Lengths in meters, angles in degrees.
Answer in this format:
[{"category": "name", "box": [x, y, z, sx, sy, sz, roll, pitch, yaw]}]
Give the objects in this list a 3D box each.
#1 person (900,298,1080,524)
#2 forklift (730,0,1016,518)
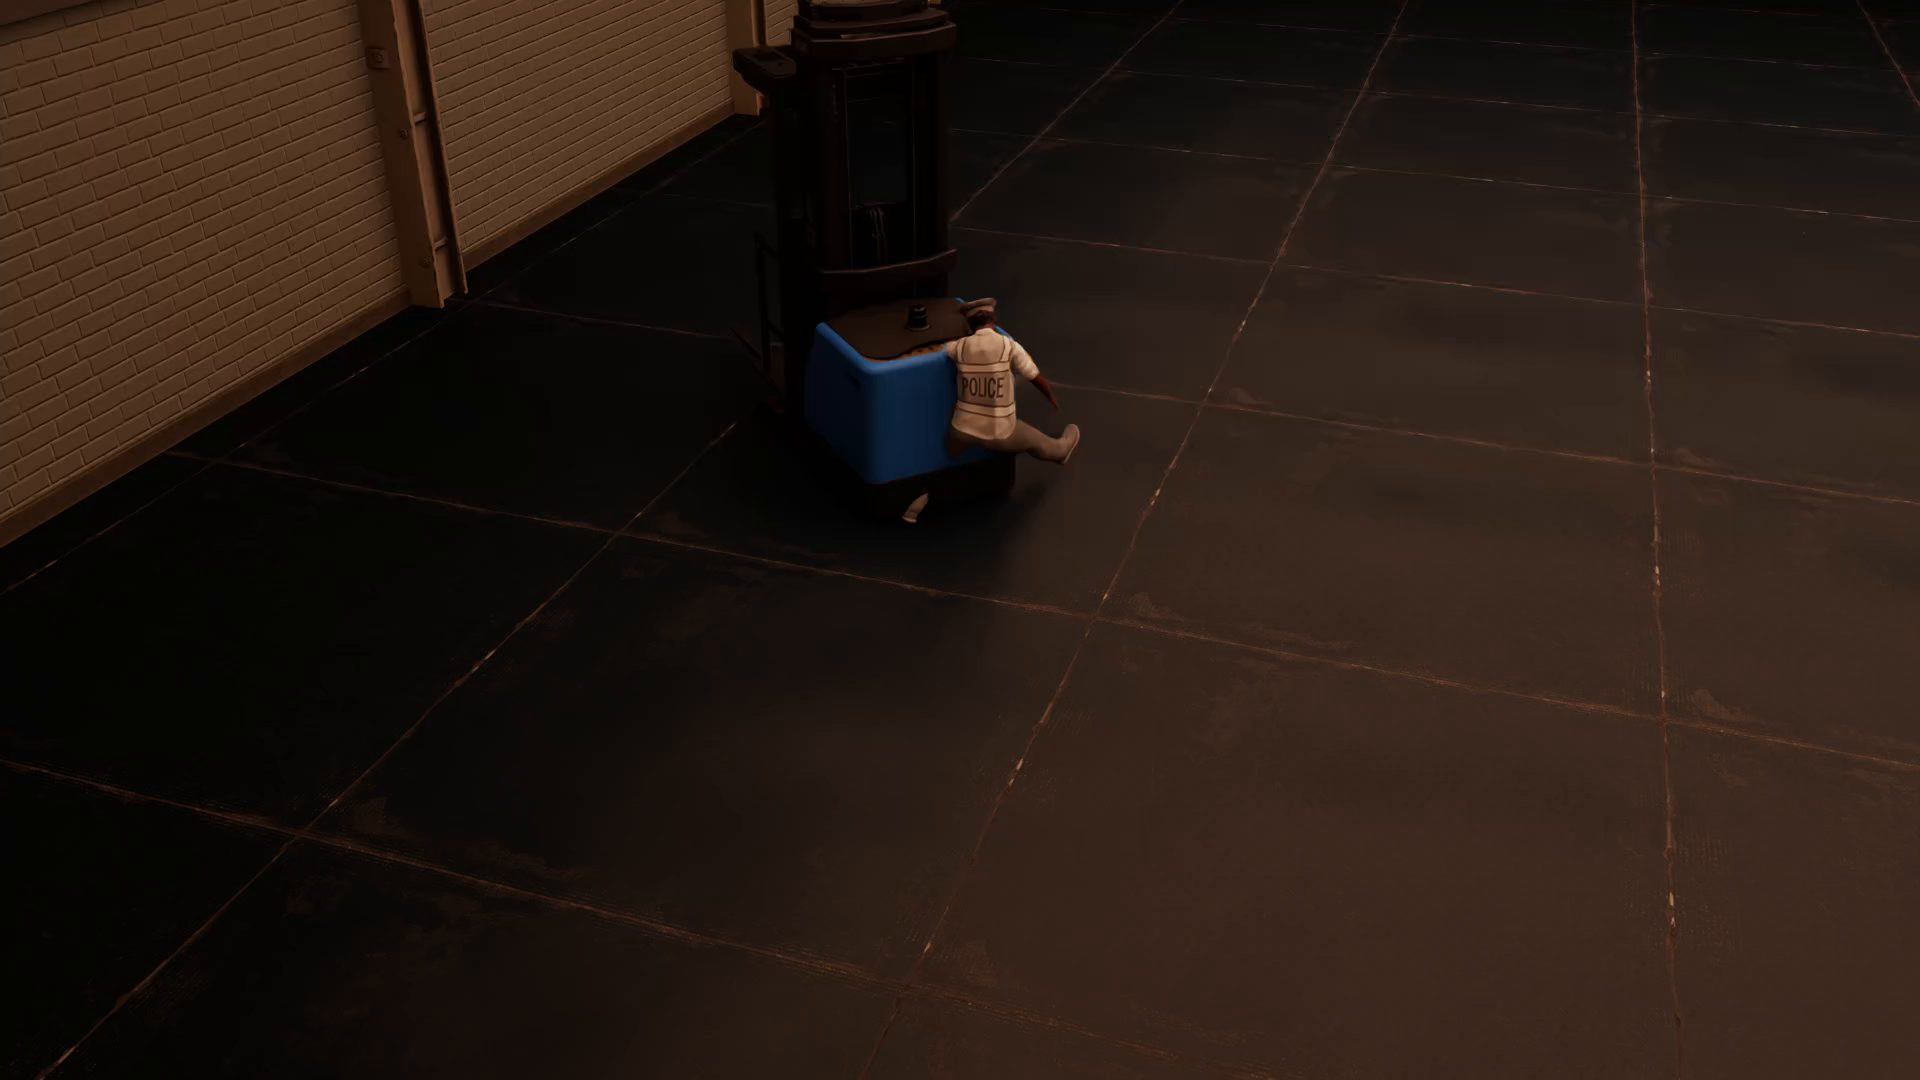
[{"category": "person", "box": [0.173, -0.880, 10.290, 0.970, 1.385, 1.103, 8, 31, 14]}, {"category": "forklift", "box": [-0.758, -2.111, 10.839, 1.130, 2.935, 3.031, -14, 32, -23]}]
